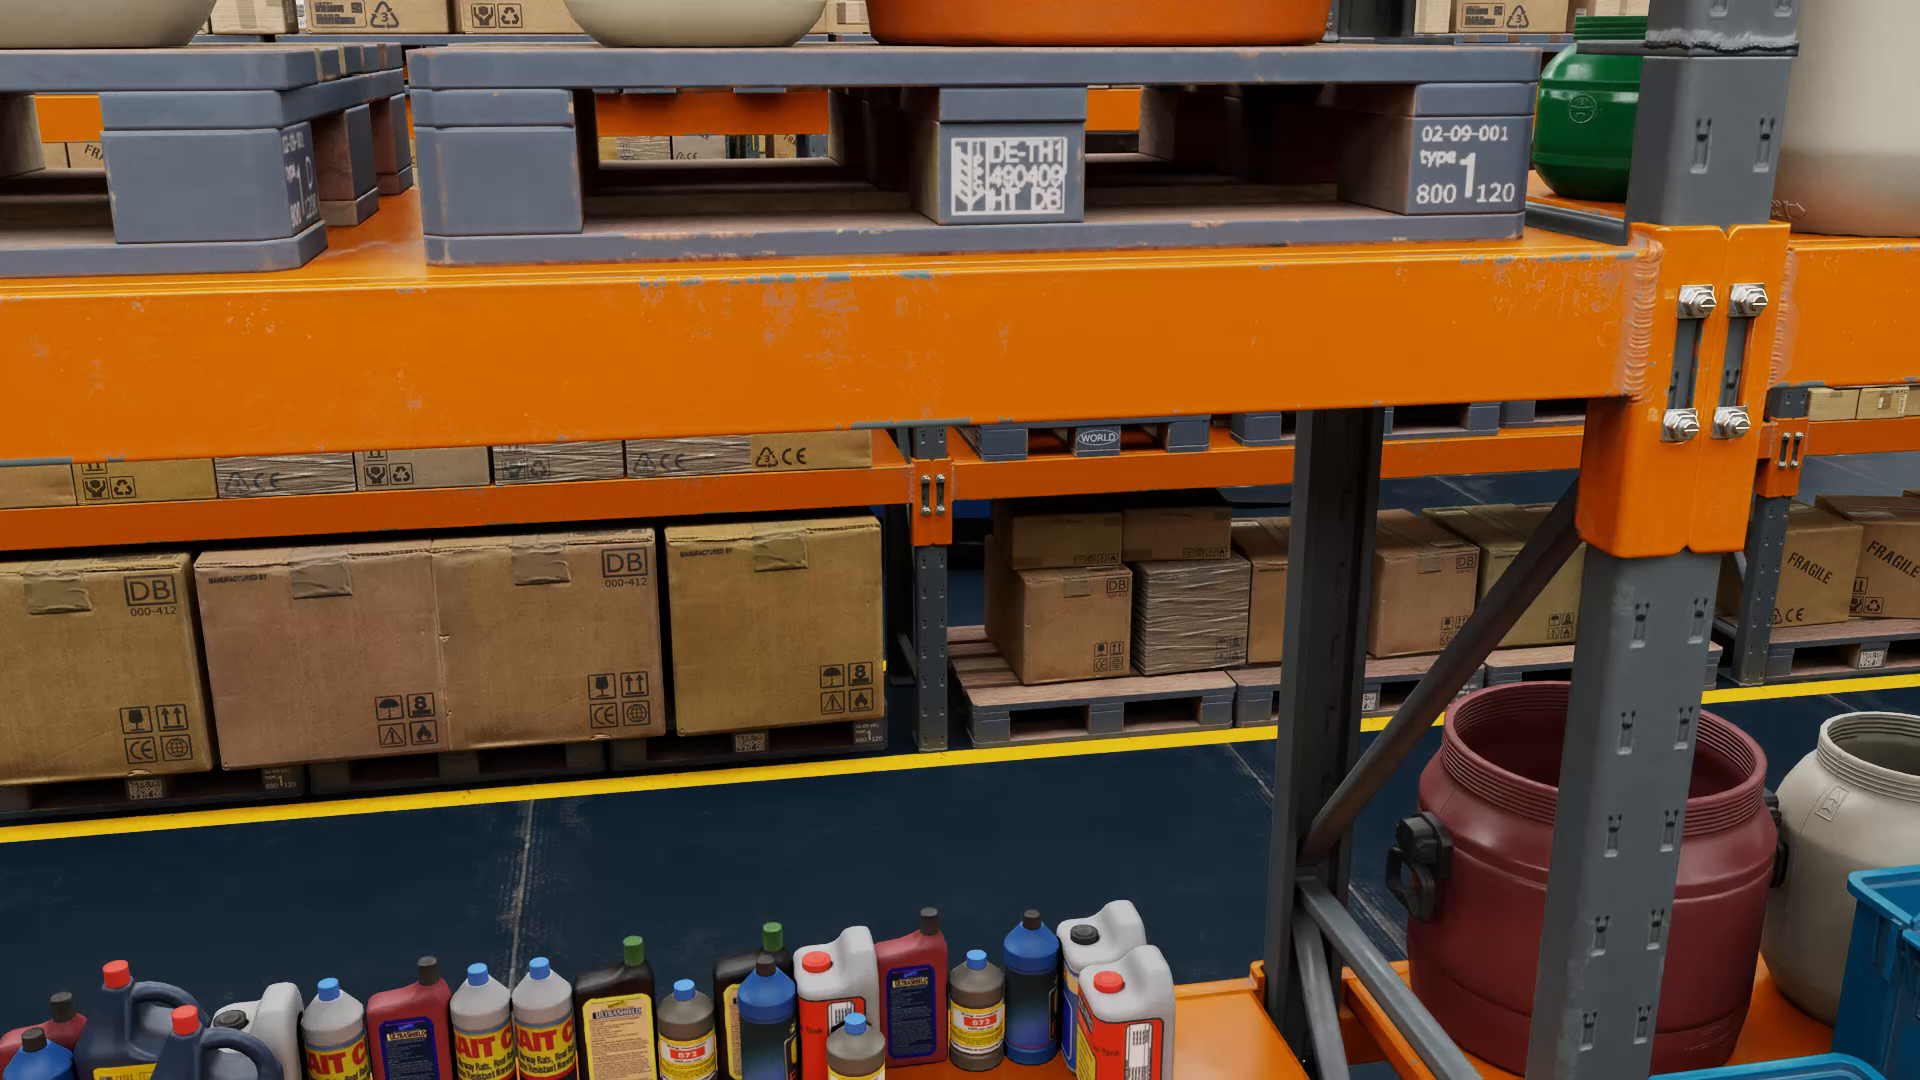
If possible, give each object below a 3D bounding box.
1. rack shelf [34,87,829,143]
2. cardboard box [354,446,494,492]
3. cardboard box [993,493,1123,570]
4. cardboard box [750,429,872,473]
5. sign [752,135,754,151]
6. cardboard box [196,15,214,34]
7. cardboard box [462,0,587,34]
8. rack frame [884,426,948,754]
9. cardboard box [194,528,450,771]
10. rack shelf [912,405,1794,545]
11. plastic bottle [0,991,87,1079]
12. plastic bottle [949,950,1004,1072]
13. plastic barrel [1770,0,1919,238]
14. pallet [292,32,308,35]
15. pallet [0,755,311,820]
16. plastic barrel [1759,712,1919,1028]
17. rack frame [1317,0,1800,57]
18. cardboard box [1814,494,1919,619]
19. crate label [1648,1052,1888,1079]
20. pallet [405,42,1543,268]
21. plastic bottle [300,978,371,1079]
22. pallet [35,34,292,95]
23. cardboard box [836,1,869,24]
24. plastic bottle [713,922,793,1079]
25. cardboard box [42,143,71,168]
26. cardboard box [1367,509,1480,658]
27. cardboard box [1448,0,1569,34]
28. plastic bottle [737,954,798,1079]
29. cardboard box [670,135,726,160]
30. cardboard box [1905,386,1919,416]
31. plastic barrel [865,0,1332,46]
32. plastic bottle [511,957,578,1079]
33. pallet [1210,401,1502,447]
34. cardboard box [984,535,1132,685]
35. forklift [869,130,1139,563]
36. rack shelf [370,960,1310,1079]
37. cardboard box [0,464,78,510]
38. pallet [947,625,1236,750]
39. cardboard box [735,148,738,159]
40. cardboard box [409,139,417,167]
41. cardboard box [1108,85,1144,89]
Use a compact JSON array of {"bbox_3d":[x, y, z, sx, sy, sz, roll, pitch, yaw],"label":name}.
[{"bbox_3d":[-2.174,-1.624,6.608,4.000,0.370,1.077,-3,17,-10],"label":"rack shelf"},{"bbox_3d":[-2.147,-0.511,6.695,0.500,0.500,0.500,-3,17,-9],"label":"cardboard box"},{"bbox_3d":[0.442,-0.066,7.648,0.500,0.250,0.500,-3,17,-8],"label":"cardboard box"},{"bbox_3d":[-0.648,-0.595,6.969,0.500,0.500,0.500,-3,17,-9],"label":"cardboard box"},{"bbox_3d":[-1.982,-3.896,15.917,0.005,0.325,0.100,-3,17,-10],"label":"sign"},{"bbox_3d":[-3.043,-2.050,6.206,0.500,0.311,0.500,-4,17,-12],"label":"cardboard box"},{"bbox_3d":[-1.626,-2.200,6.372,0.500,0.500,0.500,-2,17,-7],"label":"cardboard box"},{"bbox_3d":[-0.210,-0.646,7.306,0.127,3.000,1.000,-3,17,-10],"label":"rack frame"},{"bbox_3d":[-2.636,0.300,7.128,0.875,0.875,1.225,-4,17,-12],"label":"cardboard box"},{"bbox_3d":[1.753,-0.413,7.774,4.000,0.370,1.077,-3,17,-10],"label":"rack shelf"},{"bbox_3d":[-1.440,0.851,2.633,0.133,0.283,0.061,-3,17,-10],"label":"plastic bottle"},{"bbox_3d":[0.029,0.812,2.898,0.097,0.201,0.097,0,17,0],"label":"plastic bottle"},{"bbox_3d":[1.093,-0.634,1.969,0.421,0.512,0.421,0,17,0],"label":"plastic barrel"},{"bbox_3d":[-4.353,-3.206,10.853,1.003,0.211,1.213,-3,17,-10],"label":"pallet"},{"bbox_3d":[-3.394,0.845,7.200,1.213,0.211,1.003,-3,17,-10],"label":"pallet"},{"bbox_3d":[1.699,0.610,3.028,0.421,0.512,0.421,0,17,0],"label":"plastic barrel"},{"bbox_3d":[0.729,-2.086,1.776,0.127,3.000,1.000,-3,17,-10],"label":"rack frame"},{"bbox_3d":[4.678,0.081,8.482,0.500,0.500,0.500,2,17,7],"label":"cardboard box"},{"bbox_3d":[1.214,0.947,2.406,0.416,0.233,0.303,-3,17,-10],"label":"crate label"},{"bbox_3d":[-0.040,-0.547,2.197,1.213,0.211,1.003,-3,17,-10],"label":"pallet"},{"bbox_3d":[-1.010,0.837,2.696,0.097,0.271,0.097,0,17,0],"label":"plastic bottle"},{"bbox_3d":[-3.247,-1.831,6.381,1.217,0.209,0.805,-4,18,-13],"label":"pallet"},{"bbox_3d":[-0.694,-3.616,11.410,0.250,0.149,0.380,-4,18,-13],"label":"cardboard box"},{"bbox_3d":[-0.351,0.789,2.834,0.133,0.283,0.061,-3,17,-10],"label":"plastic bottle"},{"bbox_3d":[-5.896,-2.392,10.611,0.500,0.500,0.500,-4,17,-12],"label":"cardboard box"},{"bbox_3d":[2.089,0.196,8.072,0.500,0.500,0.700,-5,18,-15],"label":"cardboard box"},{"bbox_3d":[2.312,-2.502,7.350,0.637,0.503,0.797,-3,17,-8],"label":"cardboard box"},{"bbox_3d":[-0.319,0.816,2.764,0.097,0.271,0.097,0,17,0],"label":"plastic bottle"},{"bbox_3d":[-2.548,-3.924,16.106,0.500,0.500,0.500,-4,17,-12],"label":"cardboard box"},{"bbox_3d":[4.473,-0.706,7.929,0.250,0.149,0.380,-3,17,-10],"label":"cardboard box"},{"bbox_3d":[0.171,-1.027,1.992,0.708,0.830,0.600,-3,17,-10],"label":"plastic barrel"},{"bbox_3d":[-0.688,0.819,2.755,0.097,0.271,0.097,0,17,0],"label":"plastic bottle"},{"bbox_3d":[1.726,-0.676,7.731,1.213,0.211,1.003,-3,17,-10],"label":"pallet"},{"bbox_3d":[0.444,0.296,7.748,0.500,0.500,0.700,-4,18,-13],"label":"cardboard box"},{"bbox_3d":[0.622,-1.317,9.608,3.031,2.935,1.130,7,18,21],"label":"forklift"},{"bbox_3d":[-1.234,1.237,2.400,4.000,0.370,1.077,-3,17,-10],"label":"rack shelf"},{"bbox_3d":[-3.638,-0.424,6.414,0.500,0.500,0.500,-3,17,-10],"label":"cardboard box"},{"bbox_3d":[0.557,0.644,7.855,1.213,0.211,1.003,-3,17,-10],"label":"pallet"},{"bbox_3d":[-2.643,-4.960,21.609,0.500,0.250,0.500,-4,17,-12],"label":"cardboard box"},{"bbox_3d":[-5.037,-3.784,15.648,0.500,0.500,0.500,-3,17,-11],"label":"cardboard box"},{"bbox_3d":[0.804,-1.989,6.826,0.500,0.250,0.500,-3,17,-9],"label":"cardboard box"}]
